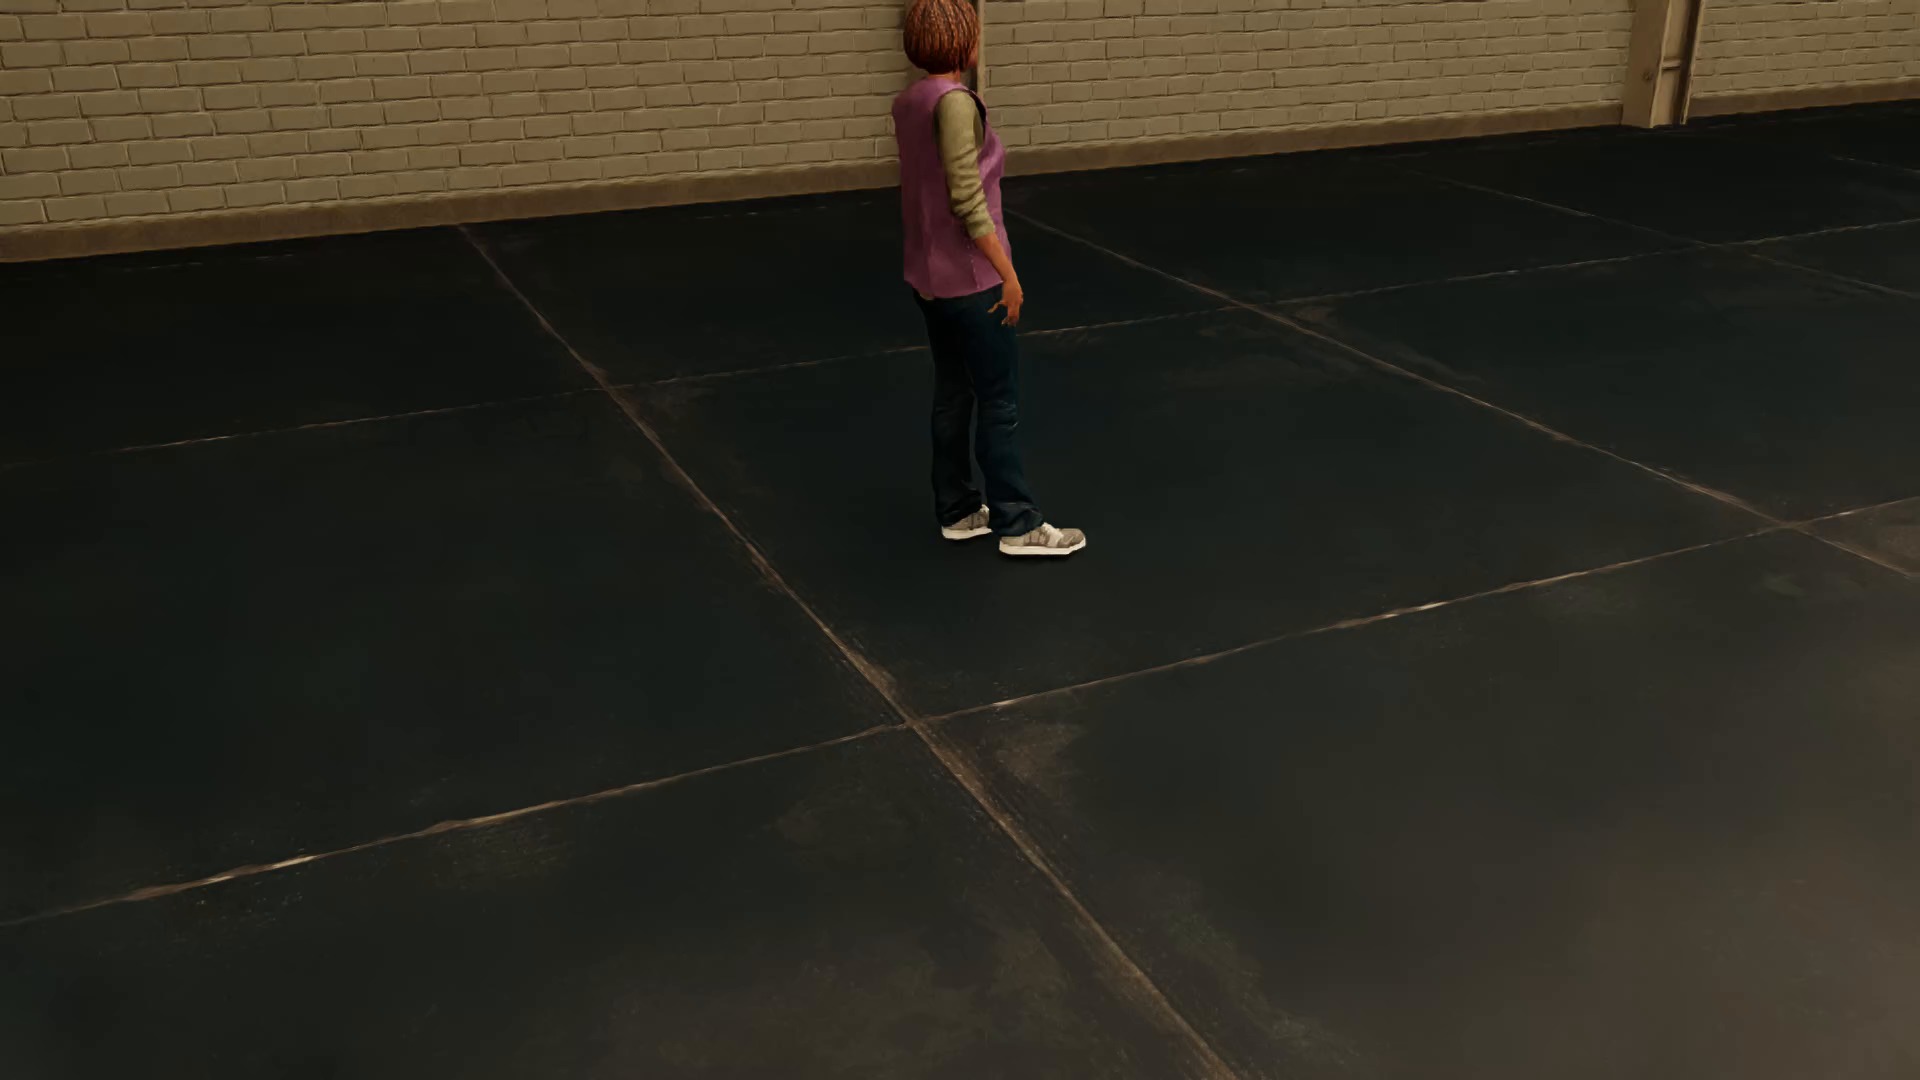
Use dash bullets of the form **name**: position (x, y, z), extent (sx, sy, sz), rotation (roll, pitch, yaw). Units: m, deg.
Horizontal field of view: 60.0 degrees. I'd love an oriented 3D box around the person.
- **person**: position (0.073, -0.751, 4.815), extent (0.474, 1.597, 0.520), rotation (-10, 25, -23)
